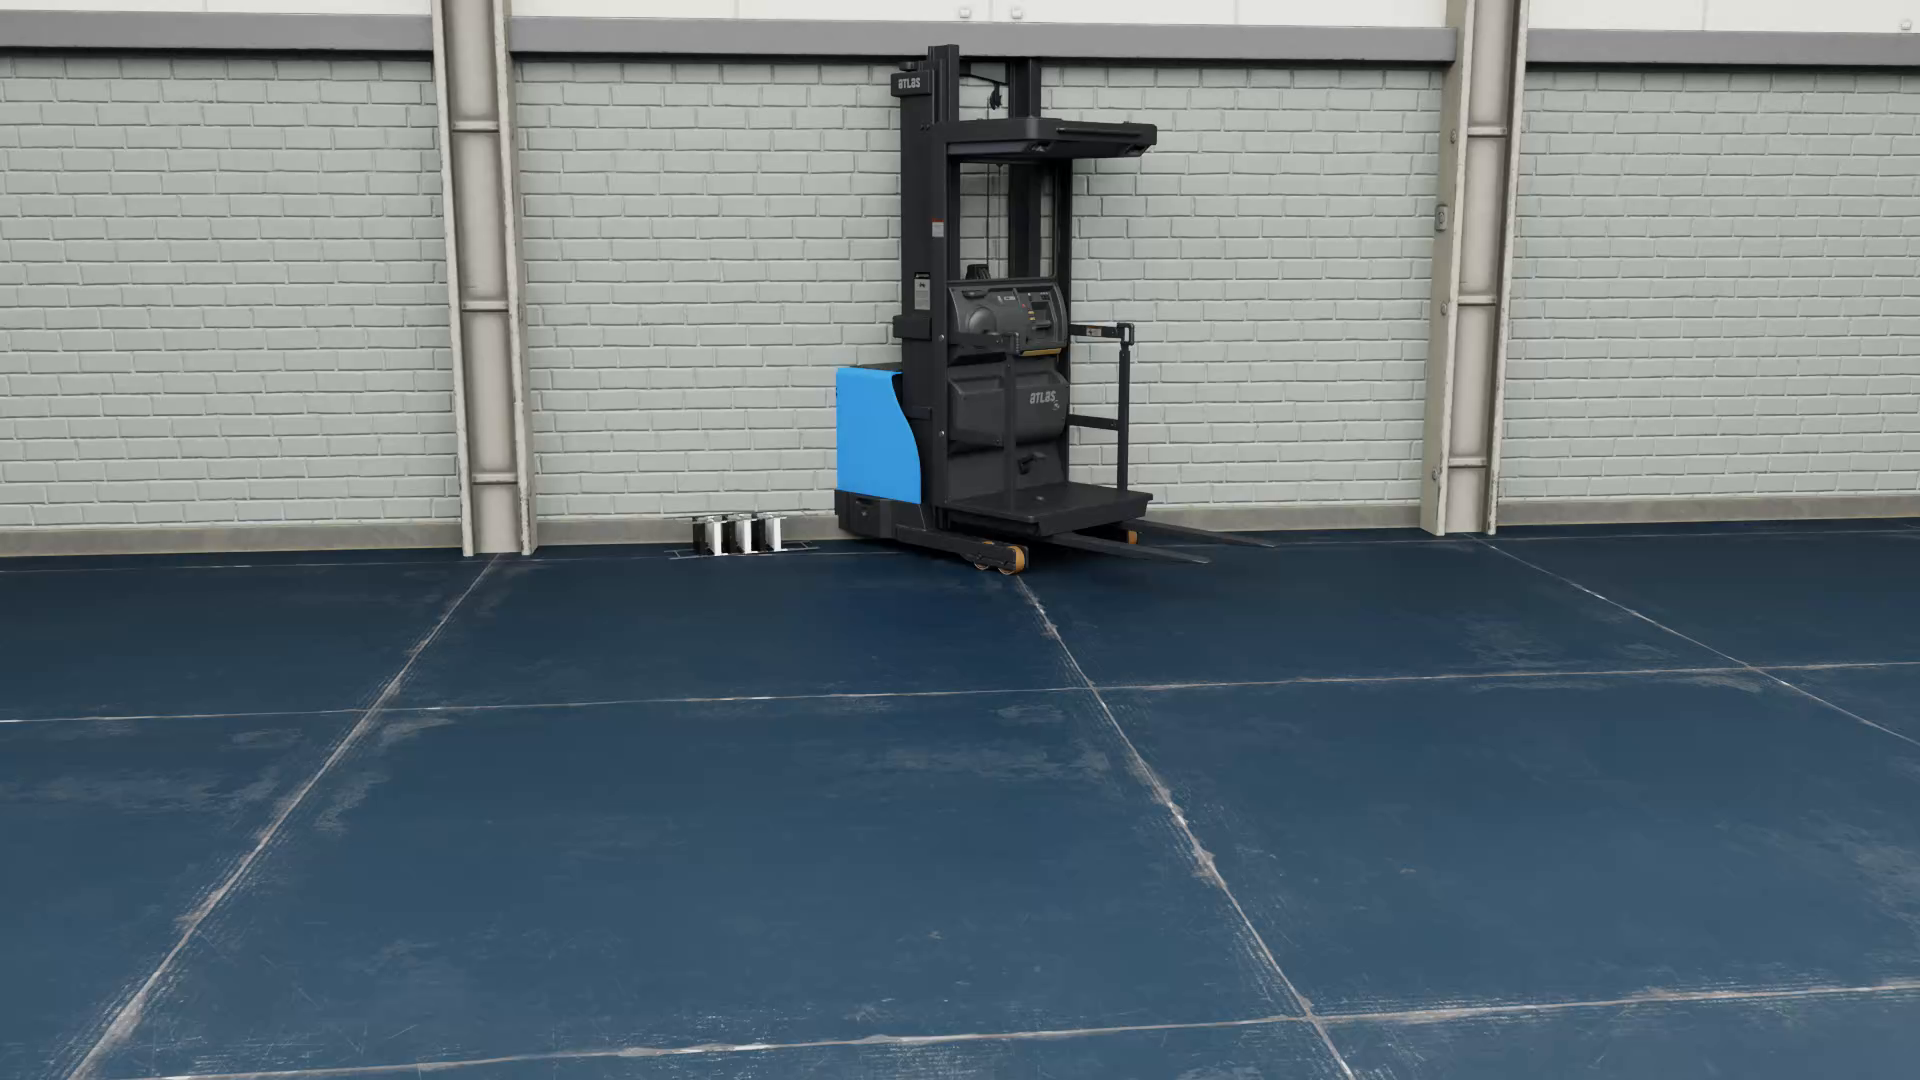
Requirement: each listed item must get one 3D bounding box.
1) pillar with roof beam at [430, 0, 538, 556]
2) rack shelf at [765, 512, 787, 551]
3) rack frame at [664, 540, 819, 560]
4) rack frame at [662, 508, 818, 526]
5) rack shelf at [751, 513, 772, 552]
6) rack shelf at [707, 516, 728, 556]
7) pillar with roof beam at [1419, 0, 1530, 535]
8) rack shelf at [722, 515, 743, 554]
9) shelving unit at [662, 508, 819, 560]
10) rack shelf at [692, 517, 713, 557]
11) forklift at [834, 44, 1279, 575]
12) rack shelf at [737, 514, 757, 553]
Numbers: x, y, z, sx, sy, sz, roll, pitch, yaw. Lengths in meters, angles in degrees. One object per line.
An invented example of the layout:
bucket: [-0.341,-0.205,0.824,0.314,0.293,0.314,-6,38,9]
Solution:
pillar with roof beam: [-2.308,-3.528,4.984,0.400,9.000,9.100,-1,11,-6]
rack shelf: [-1.116,-0.056,10.079,0.077,0.200,0.258,-4,12,-18]
rack frame: [-1.317,0.059,10.032,0.900,0.006,0.240,-4,12,-18]
rack frame: [-1.319,-0.141,9.992,0.900,0.006,0.240,-4,12,-18]
rack shelf: [-1.202,-0.050,10.051,0.077,0.200,0.258,-4,12,-18]
rack shelf: [-1.457,-0.031,9.966,0.077,0.200,0.258,-4,12,-18]
pillar with roof beam: [3.657,-3.653,5.620,0.400,9.000,9.100,-1,11,-6]
rack shelf: [-1.372,-0.037,9.994,0.077,0.200,0.258,-4,12,-18]
shelving unit: [-1.318,-0.041,10.012,0.900,0.210,0.258,-4,12,-18]
rack shelf: [-1.542,-0.024,9.938,0.077,0.200,0.258,-4,12,-18]
forklift: [0.440,-1.353,9.653,1.130,2.935,3.031,-11,16,-44]
rack shelf: [-1.287,-0.043,10.023,0.077,0.200,0.258,-4,12,-18]
